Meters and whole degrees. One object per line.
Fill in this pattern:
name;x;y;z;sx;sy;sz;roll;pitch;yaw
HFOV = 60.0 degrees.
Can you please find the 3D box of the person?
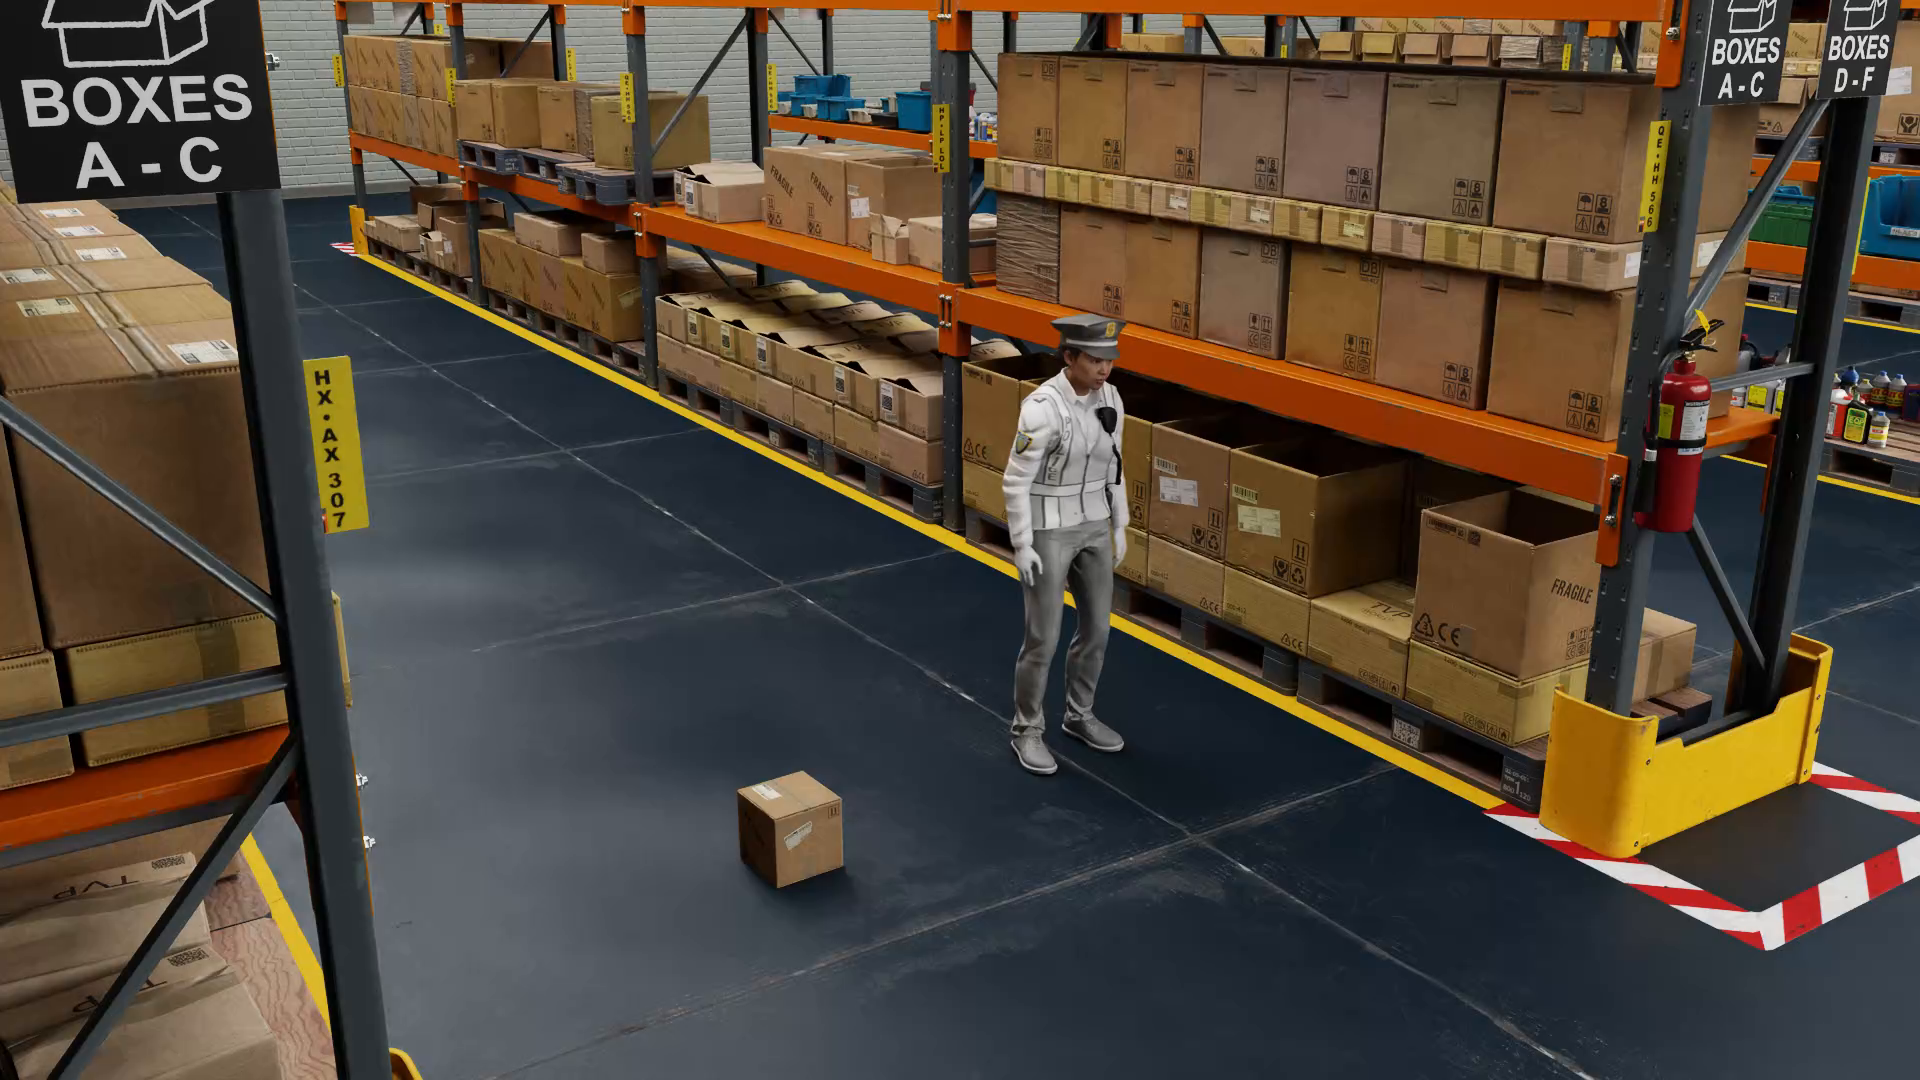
person;0.400;-0.007;6.071;0.526;1.663;0.374;-12;22;-33
